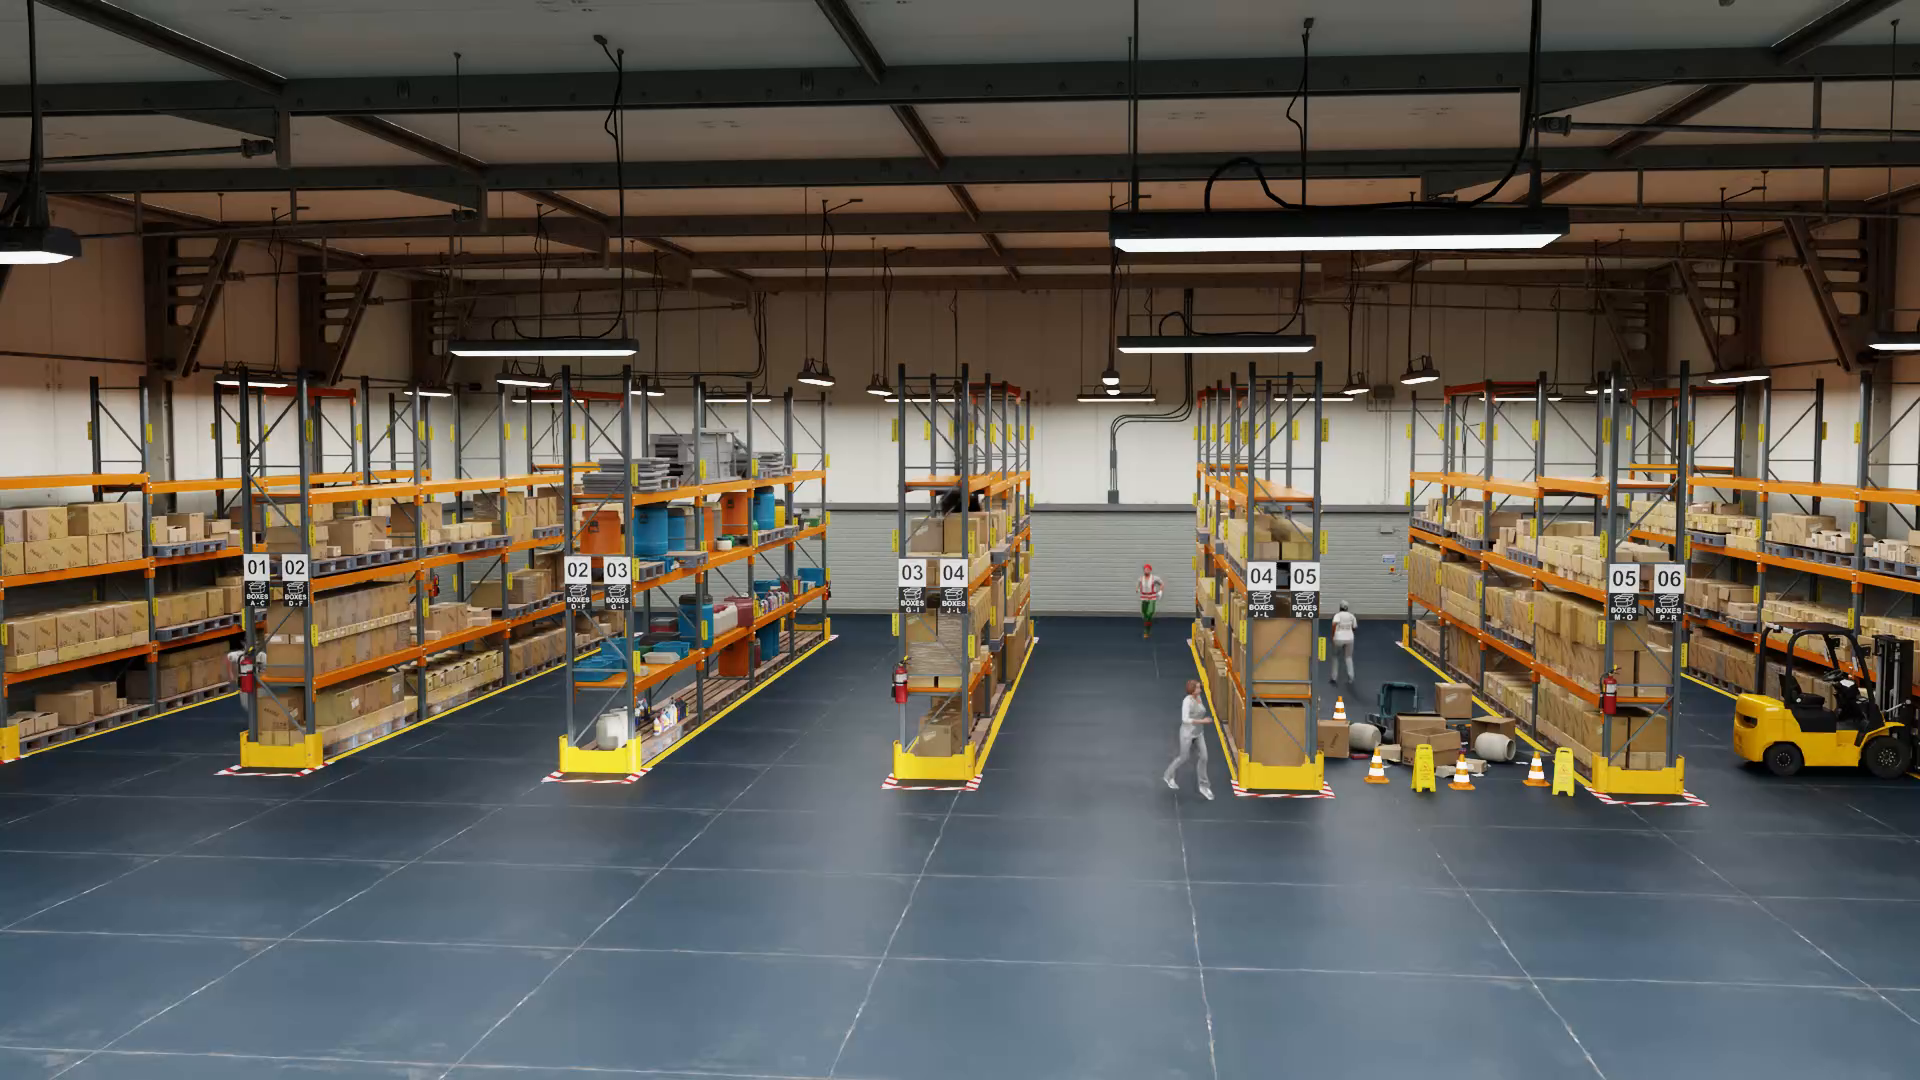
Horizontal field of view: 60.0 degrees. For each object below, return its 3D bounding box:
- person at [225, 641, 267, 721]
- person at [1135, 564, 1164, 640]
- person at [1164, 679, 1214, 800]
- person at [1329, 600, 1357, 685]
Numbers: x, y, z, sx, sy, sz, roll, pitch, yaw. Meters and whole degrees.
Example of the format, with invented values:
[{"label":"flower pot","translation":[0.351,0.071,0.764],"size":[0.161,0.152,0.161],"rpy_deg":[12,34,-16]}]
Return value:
[{"label":"person","translation":[-11.902,2.436,27.803],"size":[0.694,1.571,0.881],"rpy_deg":[-1,4,-20]},{"label":"person","translation":[4.634,1.490,40.745],"size":[0.671,1.801,1.002],"rpy_deg":[2,4,26]},{"label":"person","translation":[3.154,2.724,22.933],"size":[0.807,1.641,0.532],"rpy_deg":[4,5,44]},{"label":"person","translation":[7.586,2.049,32.897],"size":[0.593,1.706,0.862],"rpy_deg":[0,4,-3]}]
